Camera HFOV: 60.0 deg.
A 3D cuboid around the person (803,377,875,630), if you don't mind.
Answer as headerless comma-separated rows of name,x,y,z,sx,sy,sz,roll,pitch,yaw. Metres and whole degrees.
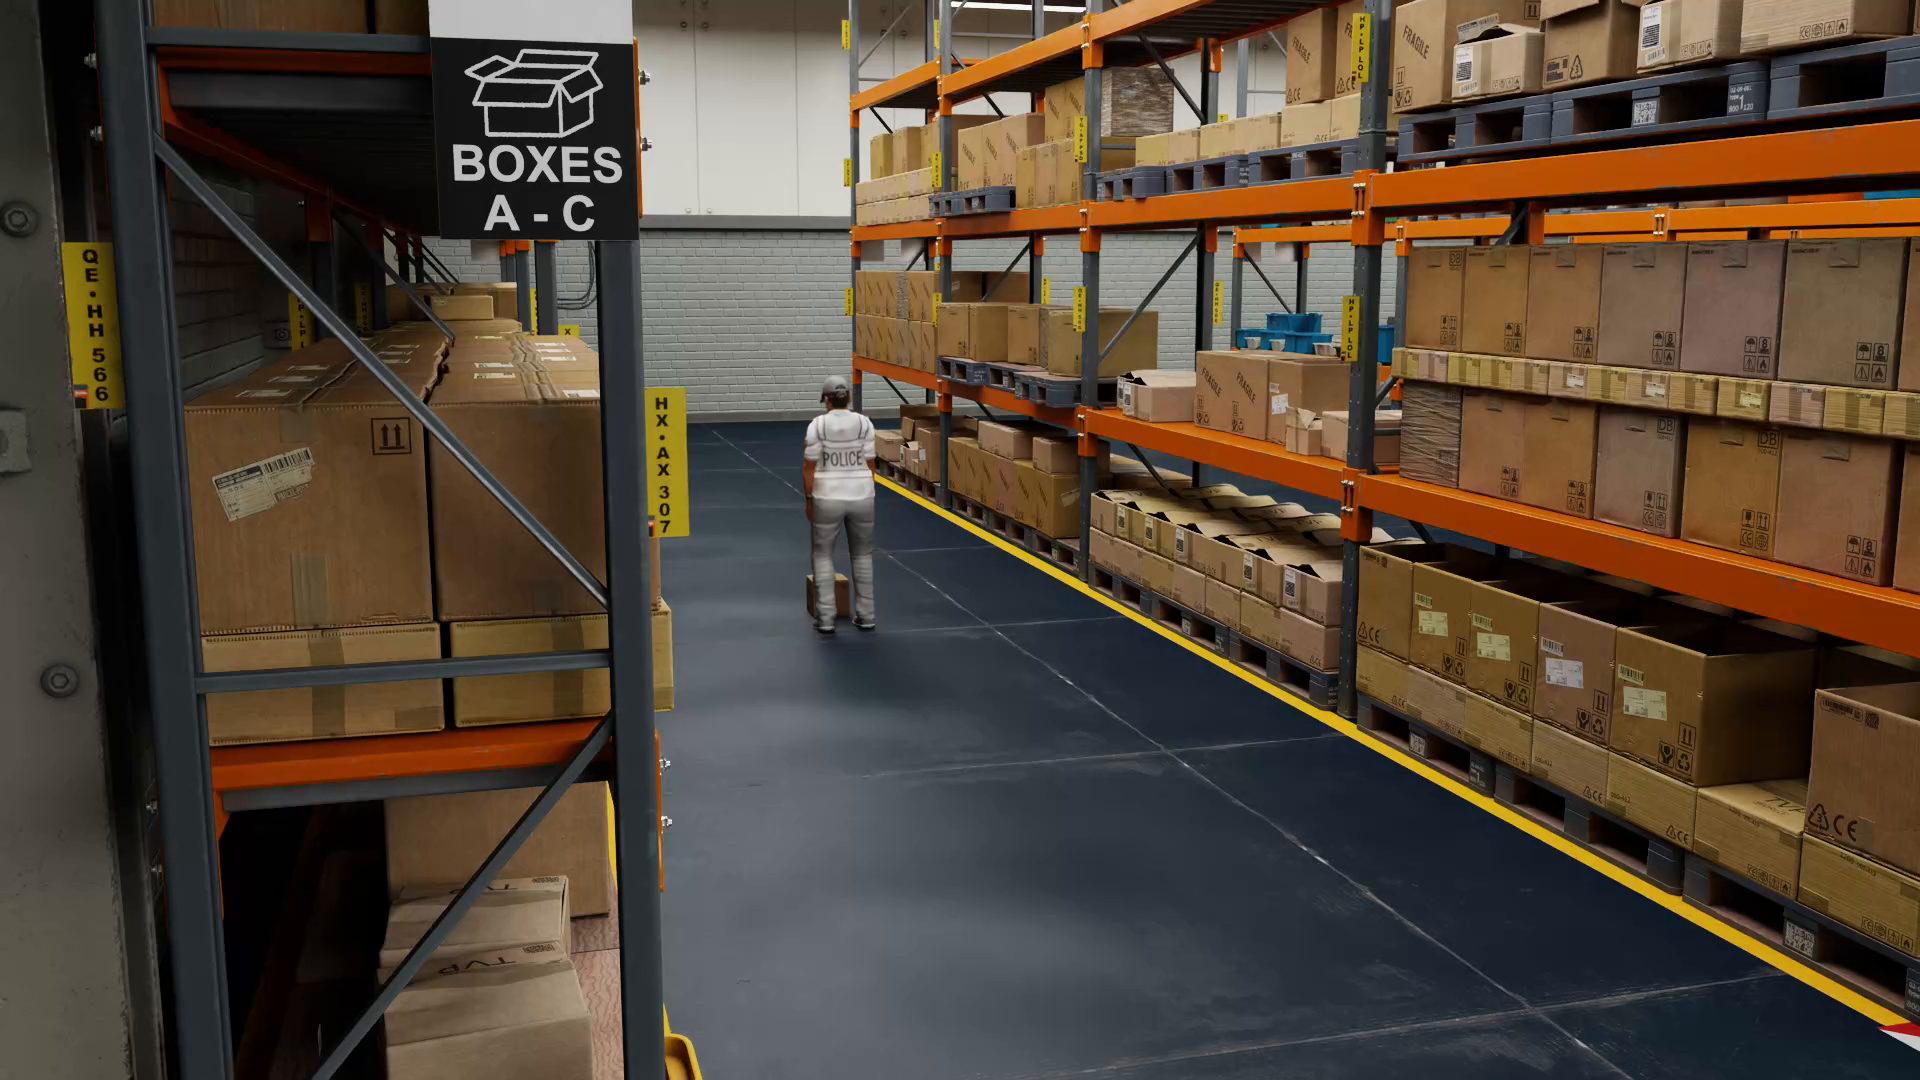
person,-0.789,-0.229,10.838,0.475,1.656,0.395,-2,10,-15
